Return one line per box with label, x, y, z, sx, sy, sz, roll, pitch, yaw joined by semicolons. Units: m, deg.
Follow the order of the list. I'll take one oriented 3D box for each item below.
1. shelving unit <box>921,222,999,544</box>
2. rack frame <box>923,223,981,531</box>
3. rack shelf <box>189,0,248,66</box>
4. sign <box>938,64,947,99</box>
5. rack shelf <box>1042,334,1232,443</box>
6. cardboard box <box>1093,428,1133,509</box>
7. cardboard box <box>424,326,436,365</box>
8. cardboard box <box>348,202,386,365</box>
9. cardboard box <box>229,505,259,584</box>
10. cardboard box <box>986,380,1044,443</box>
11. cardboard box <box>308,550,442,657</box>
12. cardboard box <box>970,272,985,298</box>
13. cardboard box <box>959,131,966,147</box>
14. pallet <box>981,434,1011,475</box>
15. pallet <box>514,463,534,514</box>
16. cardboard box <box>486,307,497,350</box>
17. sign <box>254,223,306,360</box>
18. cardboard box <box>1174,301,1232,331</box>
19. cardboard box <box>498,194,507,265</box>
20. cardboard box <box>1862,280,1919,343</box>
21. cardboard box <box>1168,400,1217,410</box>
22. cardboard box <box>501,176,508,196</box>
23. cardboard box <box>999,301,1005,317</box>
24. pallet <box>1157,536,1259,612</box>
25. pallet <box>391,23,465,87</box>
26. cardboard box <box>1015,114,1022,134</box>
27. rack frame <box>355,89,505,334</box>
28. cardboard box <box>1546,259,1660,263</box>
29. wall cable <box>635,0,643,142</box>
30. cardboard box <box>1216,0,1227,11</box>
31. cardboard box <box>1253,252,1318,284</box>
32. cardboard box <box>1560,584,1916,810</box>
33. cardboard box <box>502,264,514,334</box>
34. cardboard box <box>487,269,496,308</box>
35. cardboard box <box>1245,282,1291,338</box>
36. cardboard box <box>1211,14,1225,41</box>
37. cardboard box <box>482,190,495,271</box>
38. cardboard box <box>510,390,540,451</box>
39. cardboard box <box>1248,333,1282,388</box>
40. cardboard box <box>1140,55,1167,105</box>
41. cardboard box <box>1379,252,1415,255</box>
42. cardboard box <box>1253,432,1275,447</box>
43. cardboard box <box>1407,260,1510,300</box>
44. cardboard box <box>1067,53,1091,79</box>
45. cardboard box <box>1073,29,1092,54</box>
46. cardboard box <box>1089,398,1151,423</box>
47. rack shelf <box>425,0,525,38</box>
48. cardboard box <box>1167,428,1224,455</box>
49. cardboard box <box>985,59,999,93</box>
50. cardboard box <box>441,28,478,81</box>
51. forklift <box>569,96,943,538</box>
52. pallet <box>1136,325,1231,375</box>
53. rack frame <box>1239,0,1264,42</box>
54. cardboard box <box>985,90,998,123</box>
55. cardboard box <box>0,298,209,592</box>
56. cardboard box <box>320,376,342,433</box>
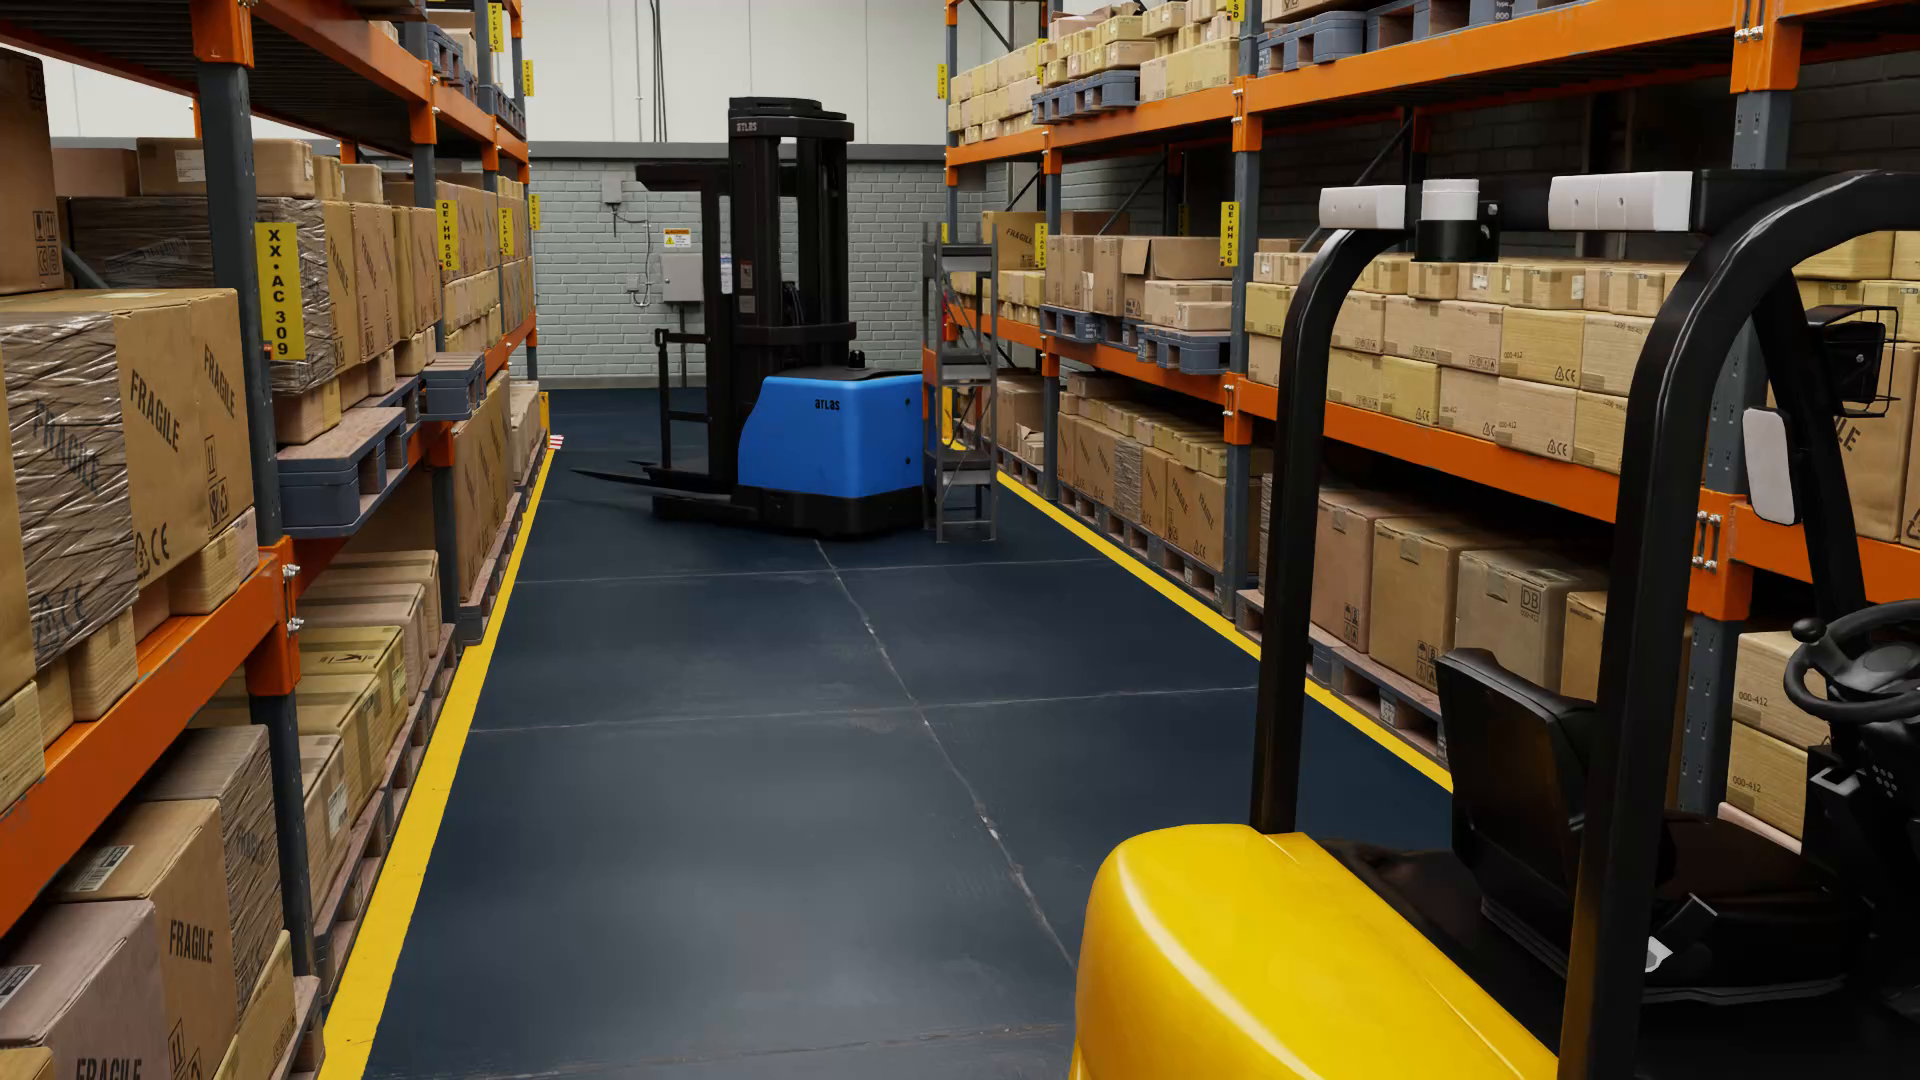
shelving unit;-0.004;-1.058;11.141;0.431;2.100;0.503;-2;11;-11
rack frame;-0.053;-1.103;11.376;0.400;2.100;0.015;-2;11;-11
rack shelf;-1.780;-0.904;1.827;1.077;0.370;4.000;-2;11;-11
sign;-0.167;-4.416;16.016;0.100;0.325;0.005;-2;11;-11
rack shelf;1.533;-1.079;10.768;1.077;0.370;4.000;-2;11;-11
cardboard box;1.223;-0.492;11.320;0.500;0.500;0.500;-2;11;-13
cardboard box;-2.436;-0.825;7.056;0.380;0.149;0.250;-2;11;-11
cardboard box;-2.159;-0.832;5.359;0.500;0.500;0.500;-2;11;-11
cardboard box;-1.807;0.020;3.739;0.380;0.149;0.250;-2;11;-12
cardboard box;0.524;-1.137;14.710;0.500;0.500;0.500;-2;11;-10
cardboard box;-2.846;0.304;7.482;0.950;0.372;0.625;-3;11;-15
cardboard box;0.390;-2.327;15.006;0.500;0.250;0.500;-2;11;-12
cardboard box;0.200;-3.816;15.874;0.380;0.149;0.250;-2;11;-10
pallet;0.770;-0.780;14.729;1.003;0.211;1.213;-2;11;-11
pallet;-3.796;-0.391;12.684;1.003;0.211;1.213;-2;11;-11
cardboard box;-3.292;-1.378;10.815;0.500;0.250;0.500;-2;11;-12
sign;-1.638;-0.597;3.997;0.100;0.325;0.005;-2;11;-11
cardboard box;1.418;-1.255;9.318;0.380;0.149;0.250;-2;11;-10
cardboard box;-3.580;-2.255;12.078;0.500;0.500;0.500;-2;11;-11
cardboard box;2.555;-0.584;4.243;0.380;0.149;0.250;-2;11;-10
cardboard box;1.686;-0.901;11.736;0.380;0.149;0.250;-3;11;-14
cardboard box;-3.699;-2.734;12.861;0.380;0.149;0.250;-2;11;-13
cardboard box;0.551;-2.009;14.401;0.380;0.149;0.250;-2;11;-11
pallet;1.813;0.166;9.761;1.003;0.211;1.213;-2;11;-11
pallet;-3.124;-2.382;8.169;1.213;0.211;1.003;-2;11;-8
cardboard box;0.652;-3.345;13.396;0.380;0.149;0.250;-2;11;-11
rack frame;-3.725;-1.618;11.676;1.000;3.000;0.127;-2;11;-11
cardboard box;2.591;-1.054;6.707;0.380;0.149;0.250;-2;11;-11
wall cable;-5.147;-6.359;20.538;2.355;3.000;0.029;-2;11;-11
cardboard box;1.565;-2.860;8.717;0.380;0.149;0.250;-2;11;-9
cardboard box;1.695;-1.364;8.340;0.380;0.149;0.250;-2;11;-9
cardboard box;2.587;0.533;5.603;0.875;0.625;0.625;-2;11;-8
cardboard box;-3.559;-1.763;12.169;0.500;0.500;0.500;-2;11;-9
cardboard box;-3.296;-1.627;10.785;0.500;0.250;0.500;-2;11;-10
cardboard box;1.744;-1.147;8.262;0.500;0.250;0.500;-2;11;-11
cardboard box;1.585;-2.766;9.019;0.380;0.149;0.250;-2;11;-12
cardboard box;-3.283;-1.991;10.694;0.500;0.500;0.500;-2;11;-10
cardboard box;-4.090;-1.015;14.234;0.875;0.438;0.875;-2;11;-9
cardboard box;1.768;-0.902;8.313;0.500;0.250;0.500;-2;11;-11
cardboard box;1.388;-2.735;9.922;0.500;0.250;0.500;-2;11;-11
cardboard box;2.183;-1.381;8.429;0.380;0.149;0.250;-2;11;-9
cardboard box;1.974;-0.562;9.955;0.380;0.149;0.250;-2;11;-10
cardboard box;2.010;-1.034;6.602;0.380;0.149;0.250;-2;11;-13
cardboard box;0.939;-3.195;11.217;0.380;0.149;0.250;-2;11;-10
cardboard box;0.977;-3.340;11.184;0.380;0.149;0.250;-2;11;-12
cardboard box;1.143;-0.926;11.868;0.380;0.149;0.250;-3;11;-14
rack shelf;-4.114;-4.382;13.147;1.077;0.370;4.000;-2;11;-11
cardboard box;1.479;-0.593;10.117;0.380;0.149;0.250;-2;11;-9
cardboard box;0.506;-3.955;14.201;0.500;0.250;0.500;-2;11;-9
cardboard box;-3.347;-3.100;10.556;0.500;0.311;0.500;-2;11;-11
forklift;-1.608;-1.648;12.016;3.031;2.935;1.130;8;13;35
pallet;1.721;-1.093;9.431;1.213;0.211;1.003;-2;11;-11
rack frame;1.922;-4.013;8.213;1.000;3.000;0.127;-2;11;-11
cardboard box;0.514;-3.707;14.233;0.500;0.250;0.500;-2;11;-12
cardboard box;-1.731;-0.180;3.055;0.500;0.500;0.500;-2;11;-9
cardboard box;-2.006;-0.393;4.787;0.380;0.149;0.250;-2;11;-10
